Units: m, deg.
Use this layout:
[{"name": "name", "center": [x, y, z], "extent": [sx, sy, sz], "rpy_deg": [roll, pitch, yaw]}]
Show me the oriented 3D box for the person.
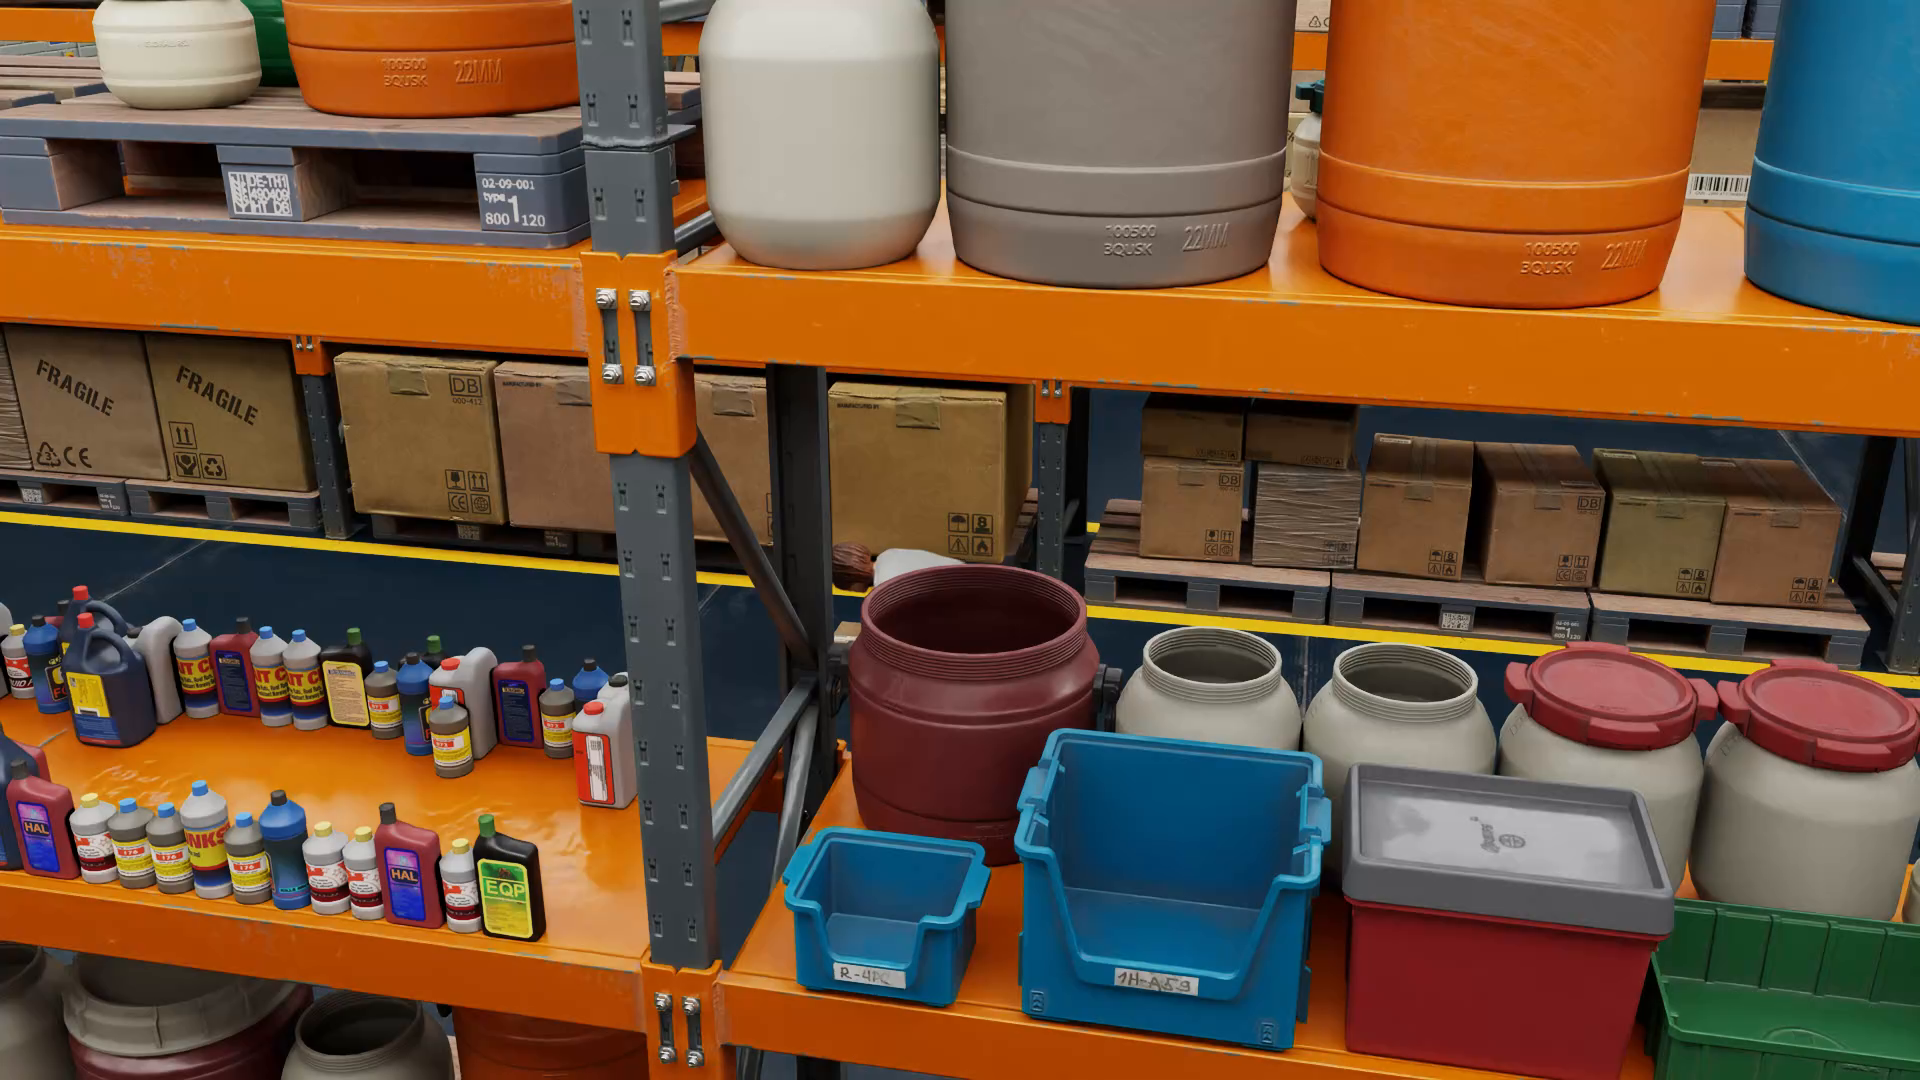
[{"name": "person", "center": [-0.178, 0.376, 7.439], "extent": [0.832, 0.776, 0.432], "rpy_deg": [4, 22, 10]}]
